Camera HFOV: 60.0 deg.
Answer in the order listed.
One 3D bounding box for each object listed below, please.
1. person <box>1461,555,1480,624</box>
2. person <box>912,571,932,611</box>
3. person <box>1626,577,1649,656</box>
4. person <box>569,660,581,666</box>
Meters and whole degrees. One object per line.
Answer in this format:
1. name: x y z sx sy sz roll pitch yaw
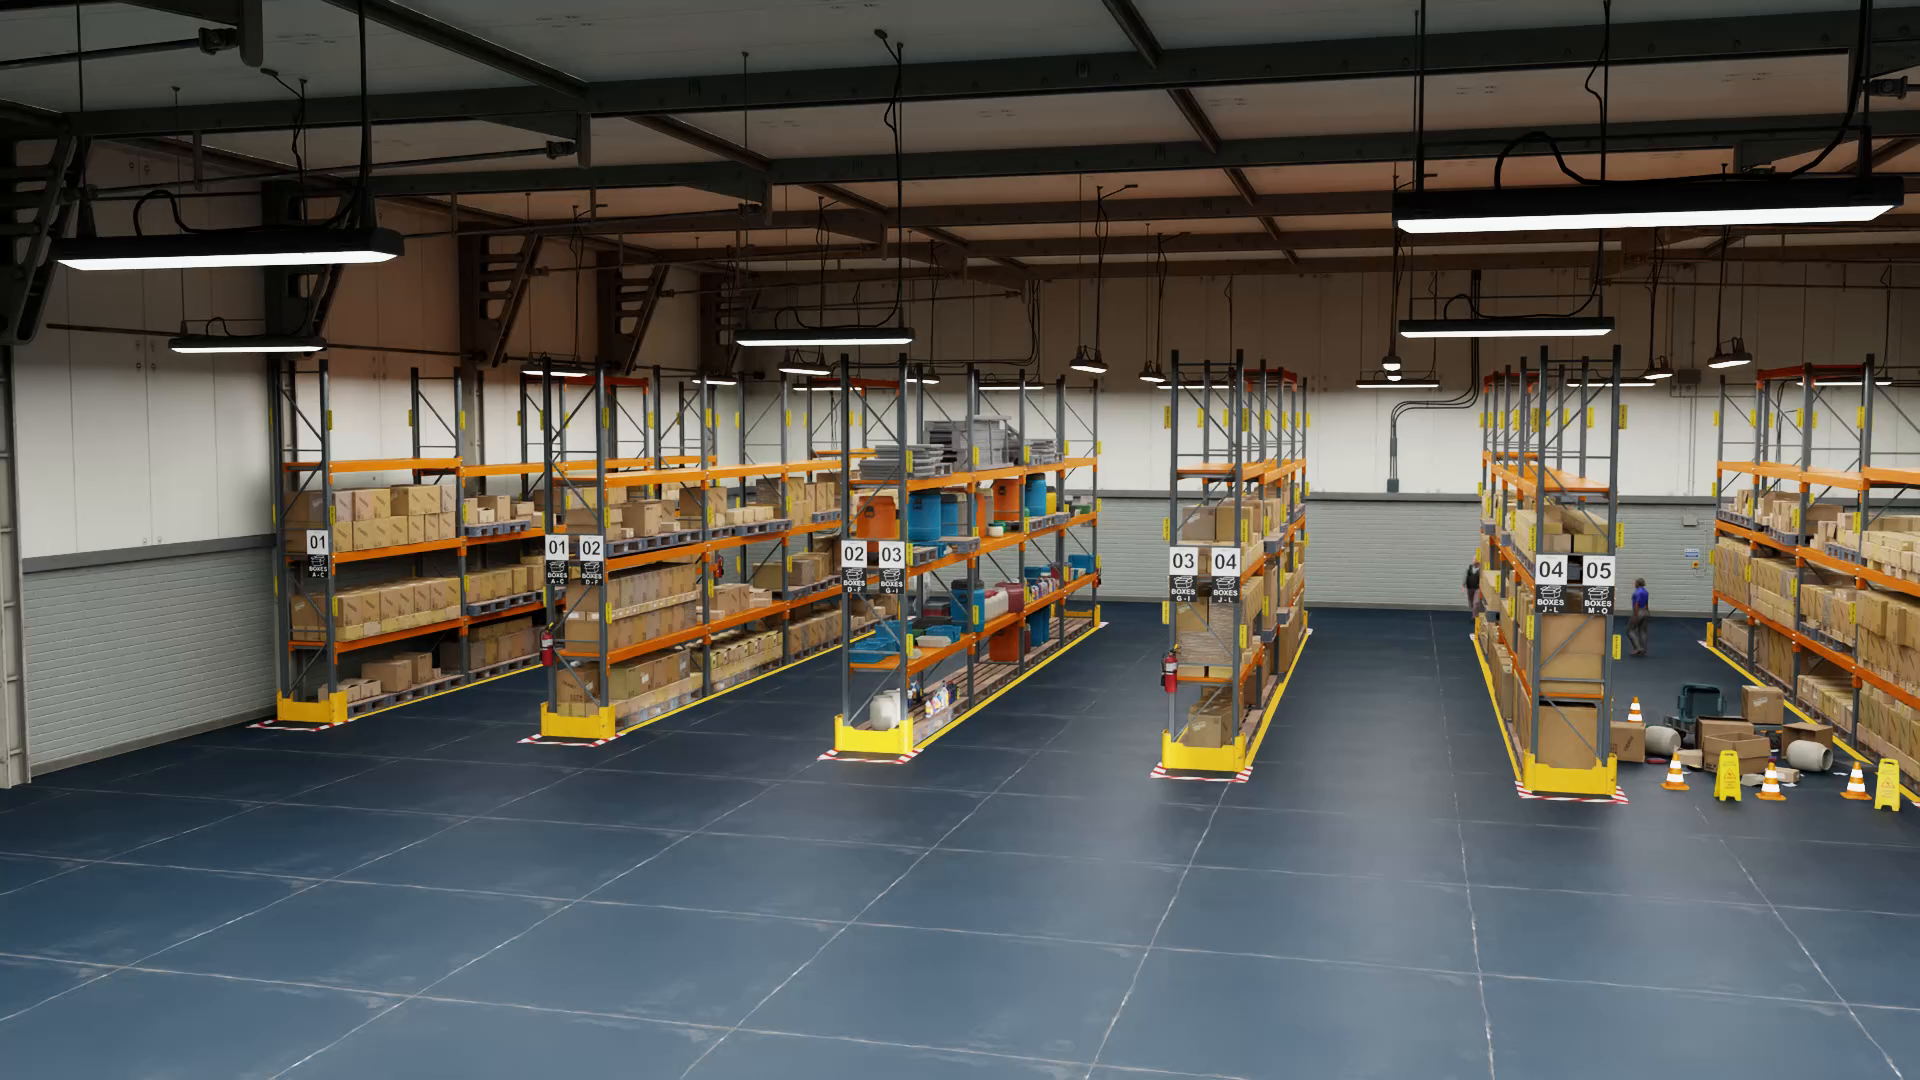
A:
1. person: 12.708 1.204 41.071 0.577 1.681 0.989 3 5 36
2. person: -1.000 1.096 42.605 0.656 1.664 0.481 3 5 34
3. person: 14.490 1.634 35.487 0.506 1.676 0.383 -3 5 -33
4. person: -7.618 1.738 33.854 0.536 1.596 1.068 1 4 10
